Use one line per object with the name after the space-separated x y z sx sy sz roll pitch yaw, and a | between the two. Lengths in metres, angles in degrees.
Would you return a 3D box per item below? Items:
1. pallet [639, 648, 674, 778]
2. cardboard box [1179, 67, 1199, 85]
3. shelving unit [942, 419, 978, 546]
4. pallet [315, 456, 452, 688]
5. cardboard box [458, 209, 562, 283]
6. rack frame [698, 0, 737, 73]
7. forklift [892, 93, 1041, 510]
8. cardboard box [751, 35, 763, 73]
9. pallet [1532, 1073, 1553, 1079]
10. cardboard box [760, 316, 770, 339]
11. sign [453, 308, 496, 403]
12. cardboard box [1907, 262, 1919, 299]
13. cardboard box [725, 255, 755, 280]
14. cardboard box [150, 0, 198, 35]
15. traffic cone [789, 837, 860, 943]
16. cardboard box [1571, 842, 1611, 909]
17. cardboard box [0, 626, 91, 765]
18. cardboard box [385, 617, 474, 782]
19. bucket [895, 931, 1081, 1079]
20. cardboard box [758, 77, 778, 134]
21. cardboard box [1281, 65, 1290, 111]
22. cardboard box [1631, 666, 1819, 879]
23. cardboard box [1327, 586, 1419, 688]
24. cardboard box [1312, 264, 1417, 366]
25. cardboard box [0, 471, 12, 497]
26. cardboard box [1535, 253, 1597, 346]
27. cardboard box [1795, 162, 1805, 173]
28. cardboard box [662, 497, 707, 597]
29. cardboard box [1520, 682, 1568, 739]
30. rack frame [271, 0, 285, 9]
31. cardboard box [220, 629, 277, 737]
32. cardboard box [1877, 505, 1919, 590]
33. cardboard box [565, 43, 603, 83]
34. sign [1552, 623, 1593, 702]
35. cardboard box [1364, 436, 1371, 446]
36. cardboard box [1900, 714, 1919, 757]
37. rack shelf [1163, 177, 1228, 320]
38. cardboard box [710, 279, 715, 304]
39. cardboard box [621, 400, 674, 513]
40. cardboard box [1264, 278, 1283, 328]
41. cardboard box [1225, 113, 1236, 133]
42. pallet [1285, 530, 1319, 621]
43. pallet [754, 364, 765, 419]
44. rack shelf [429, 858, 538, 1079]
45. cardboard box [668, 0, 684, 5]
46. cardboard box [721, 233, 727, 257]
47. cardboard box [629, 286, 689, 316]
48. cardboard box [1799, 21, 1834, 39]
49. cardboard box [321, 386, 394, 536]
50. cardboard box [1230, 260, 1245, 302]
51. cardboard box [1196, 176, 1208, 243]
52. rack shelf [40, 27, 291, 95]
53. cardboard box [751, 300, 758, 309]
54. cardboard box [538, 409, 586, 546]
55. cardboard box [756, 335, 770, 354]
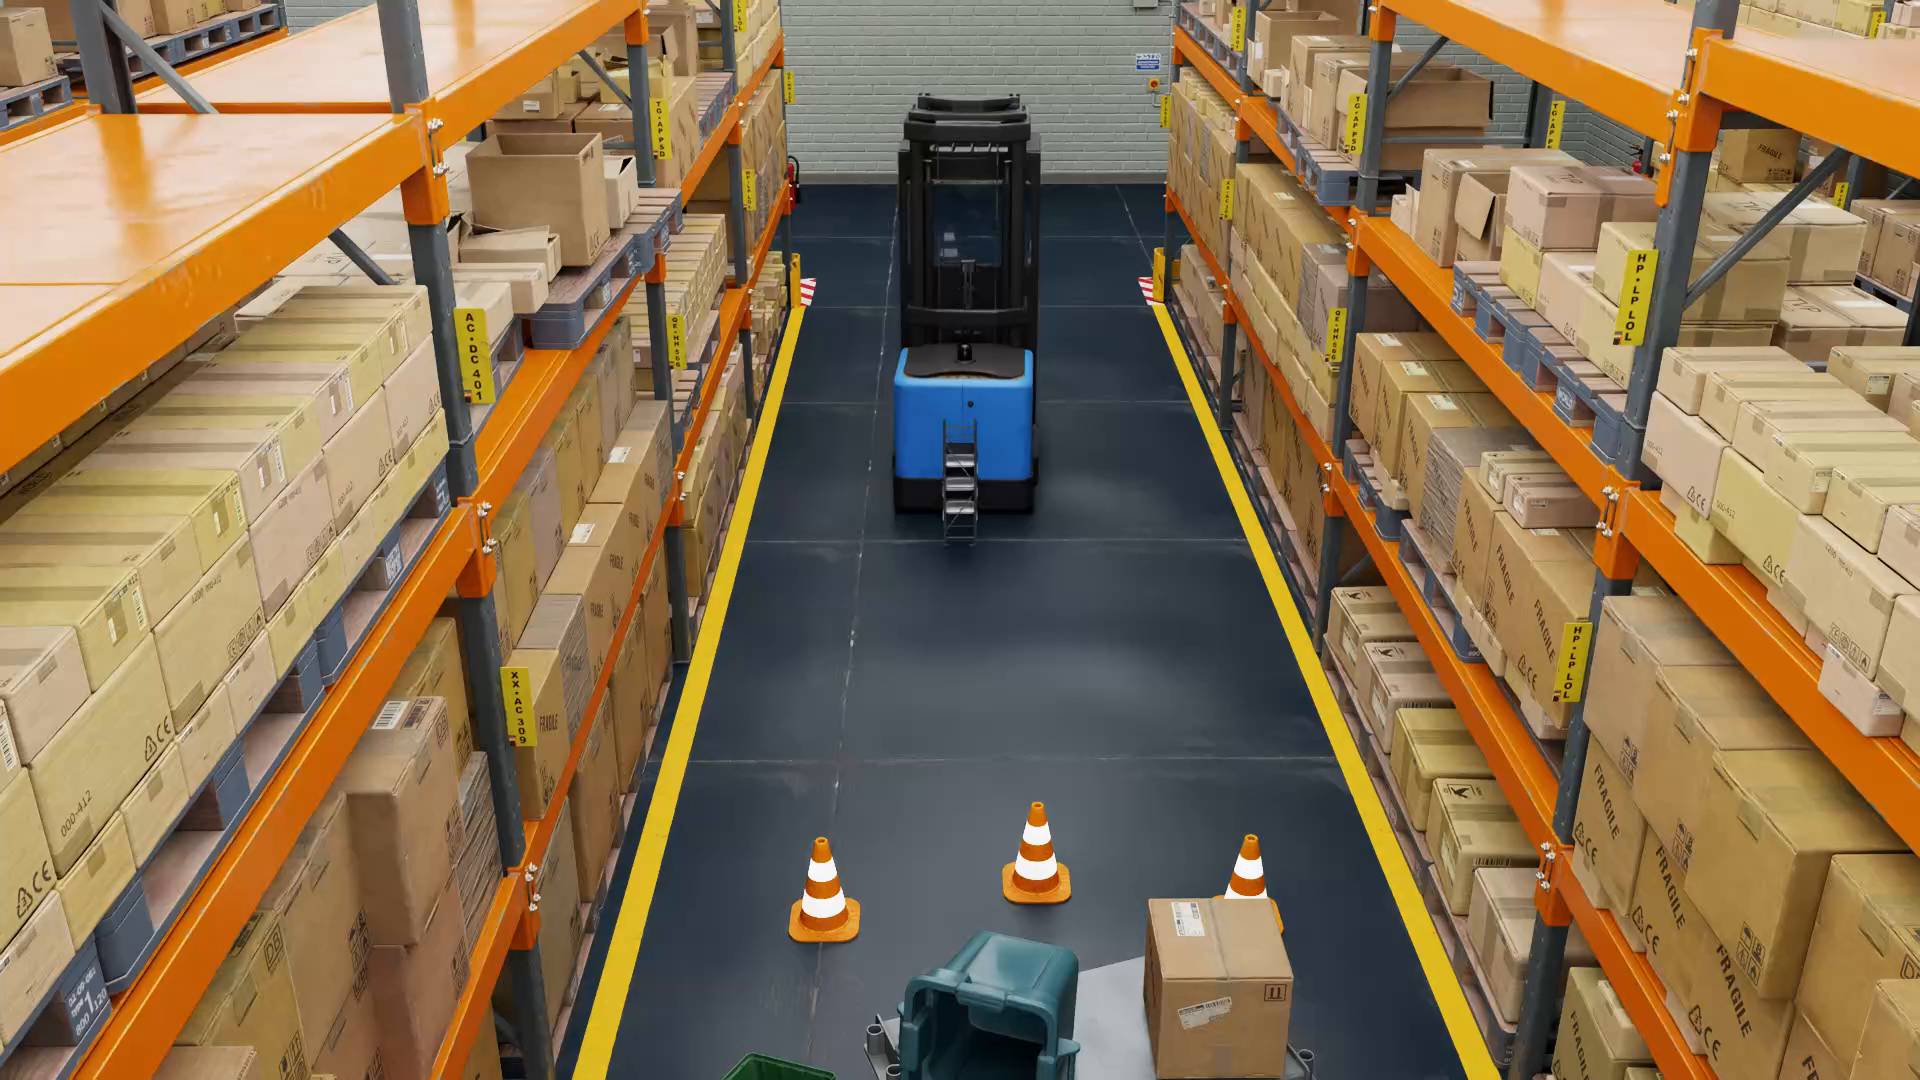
-2.260 0.985 9.699 1.003 0.211 1.213 0 24 -1 | pallet
2.395 -4.620 16.587 0.380 0.149 0.250 0 24 1 | cardboard box
0.000 -0.413 11.955 0.258 0.900 0.210 0 24 -1 | shelving unit
-2.151 0.048 4.854 1.003 0.211 1.213 0 24 -1 | pallet
-1.958 -1.277 7.209 0.396 0.266 0.258 0 24 -1 | cardboard box
-2.237 -4.992 12.252 1.000 3.000 0.127 0 24 -1 | rack frame
0.084 -2.126 13.278 1.130 2.935 3.031 1 24 2 | forklift
-1.979 -4.170 14.256 0.500 0.250 0.500 1 24 2 | cardboard box
2.842 2.521 6.304 1.003 0.211 1.213 0 24 -1 | pallet
-1.971 -1.971 15.440 0.380 0.149 0.250 0 24 -1 | cardboard box
-1.595 -0.604 5.465 0.100 0.325 0.005 0 24 -1 | sign
7.306 -1.903 12.354 0.396 0.266 0.258 1 24 2 | cardboard box
-1.913 -2.263 13.801 0.380 0.149 0.250 1 24 1 | cardboard box
-7.132 -4.687 14.465 0.700 0.500 0.500 1 24 2 | cardboard box
-0.654 1.634 7.959 0.336 0.463 0.334 0 24 -1 | traffic cone
2.482 1.219 6.102 0.380 0.149 0.250 0 24 -1 | cardboard box
-1.802 0.275 2.951 0.380 0.149 0.250 -1 24 -1 | cardboard box
-2.180 0.629 5.610 0.875 0.550 0.550 0 24 -1 | cardboard box
0.157 1.882 6.460 0.726 0.611 0.620 8 16 18 | bucket
-2.021 -4.148 15.968 0.500 0.500 0.500 -1 24 -2 | cardboard box
2.381 -3.065 11.284 0.396 0.266 0.258 2 24 4 | cardboard box
2.571 0.730 5.184 0.700 0.500 0.500 0 24 0 | cardboard box
2.751 0.564 9.925 0.950 0.372 0.625 -2 24 -4 | cardboard box
2.488 -1.388 10.227 0.500 0.500 0.500 -1 24 -2 | cardboard box
-2.471 -0.139 3.867 0.380 0.149 0.250 0 24 -1 | cardboard box
2.647 -0.965 6.659 0.500 0.250 0.500 0 24 0 | cardboard box
7.907 -3.457 15.959 0.500 0.250 0.500 1 24 1 | cardboard box
-1.946 0.044 10.919 0.500 0.500 0.500 -1 24 -3 | cardboard box
2.517 0.686 6.772 0.380 0.149 0.250 0 24 0 | cardboard box
-7.241 -6.660 15.939 1.000 3.000 0.127 0 24 -1 | rack frame
-1.809 0.326 3.807 0.380 0.149 0.250 0 24 -1 | cardboard box
2.545 0.026 4.134 0.380 0.149 0.250 -1 24 -1 | cardboard box
-2.492 -3.067 10.585 0.396 0.266 0.258 0 24 -1 | cardboard box
2.244 0.450 6.093 0.100 0.325 0.005 0 24 -1 | sign
2.573 -0.617 9.652 0.380 0.149 0.250 -2 24 -4 | cardboard box
2.573 0.487 4.081 0.380 0.149 0.250 0 24 0 | cardboard box
2.690 -2.819 15.600 1.077 0.370 4.000 0 24 -1 | rack shelf
-2.028 -1.860 12.401 0.380 0.149 0.250 -1 24 -3 | cardboard box
-1.920 -0.472 9.415 0.500 0.500 0.500 0 24 -1 | cardboard box
2.455 -1.669 11.758 0.500 0.250 0.500 -1 24 -2 | cardboard box
2.482 -3.561 14.246 0.380 0.149 0.250 0 24 -1 | cardboard box
2.822 0.271 11.279 1.003 0.211 1.213 0 24 -1 | pallet
-2.280 -1.265 14.674 1.003 0.211 1.213 0 24 -1 | pallet
-2.128 2.189 4.525 1.077 0.370 4.000 0 24 -1 | rack shelf
-2.456 -4.413 13.701 0.380 0.149 0.250 1 24 1 | cardboard box
-2.035 -2.308 13.032 0.380 0.149 0.250 0 24 1 | cardboard box
-2.016 -1.582 11.066 0.380 0.149 0.250 1 24 2 | cardboard box
7.403 -4.192 13.944 0.500 0.250 0.500 -1 24 -2 | cardboard box
-1.882 -0.223 4.537 0.500 0.250 0.500 0 24 -1 | cardboard box
2.452 -2.072 13.257 0.500 0.250 0.500 -1 24 -2 | cardboard box
2.420 -2.978 14.955 0.500 0.500 0.500 -1 24 -1 | cardboard box
-7.220 -4.141 14.883 1.077 0.370 4.000 0 24 -1 | rack shelf
-2.062 -2.108 15.381 0.380 0.149 0.250 -1 24 -3 | cardboard box
-2.178 -0.296 7.814 0.700 0.500 0.500 0 24 -1 | cardboard box
-1.974 -1.837 15.506 0.380 0.149 0.250 -1 24 -2 | cardboard box
